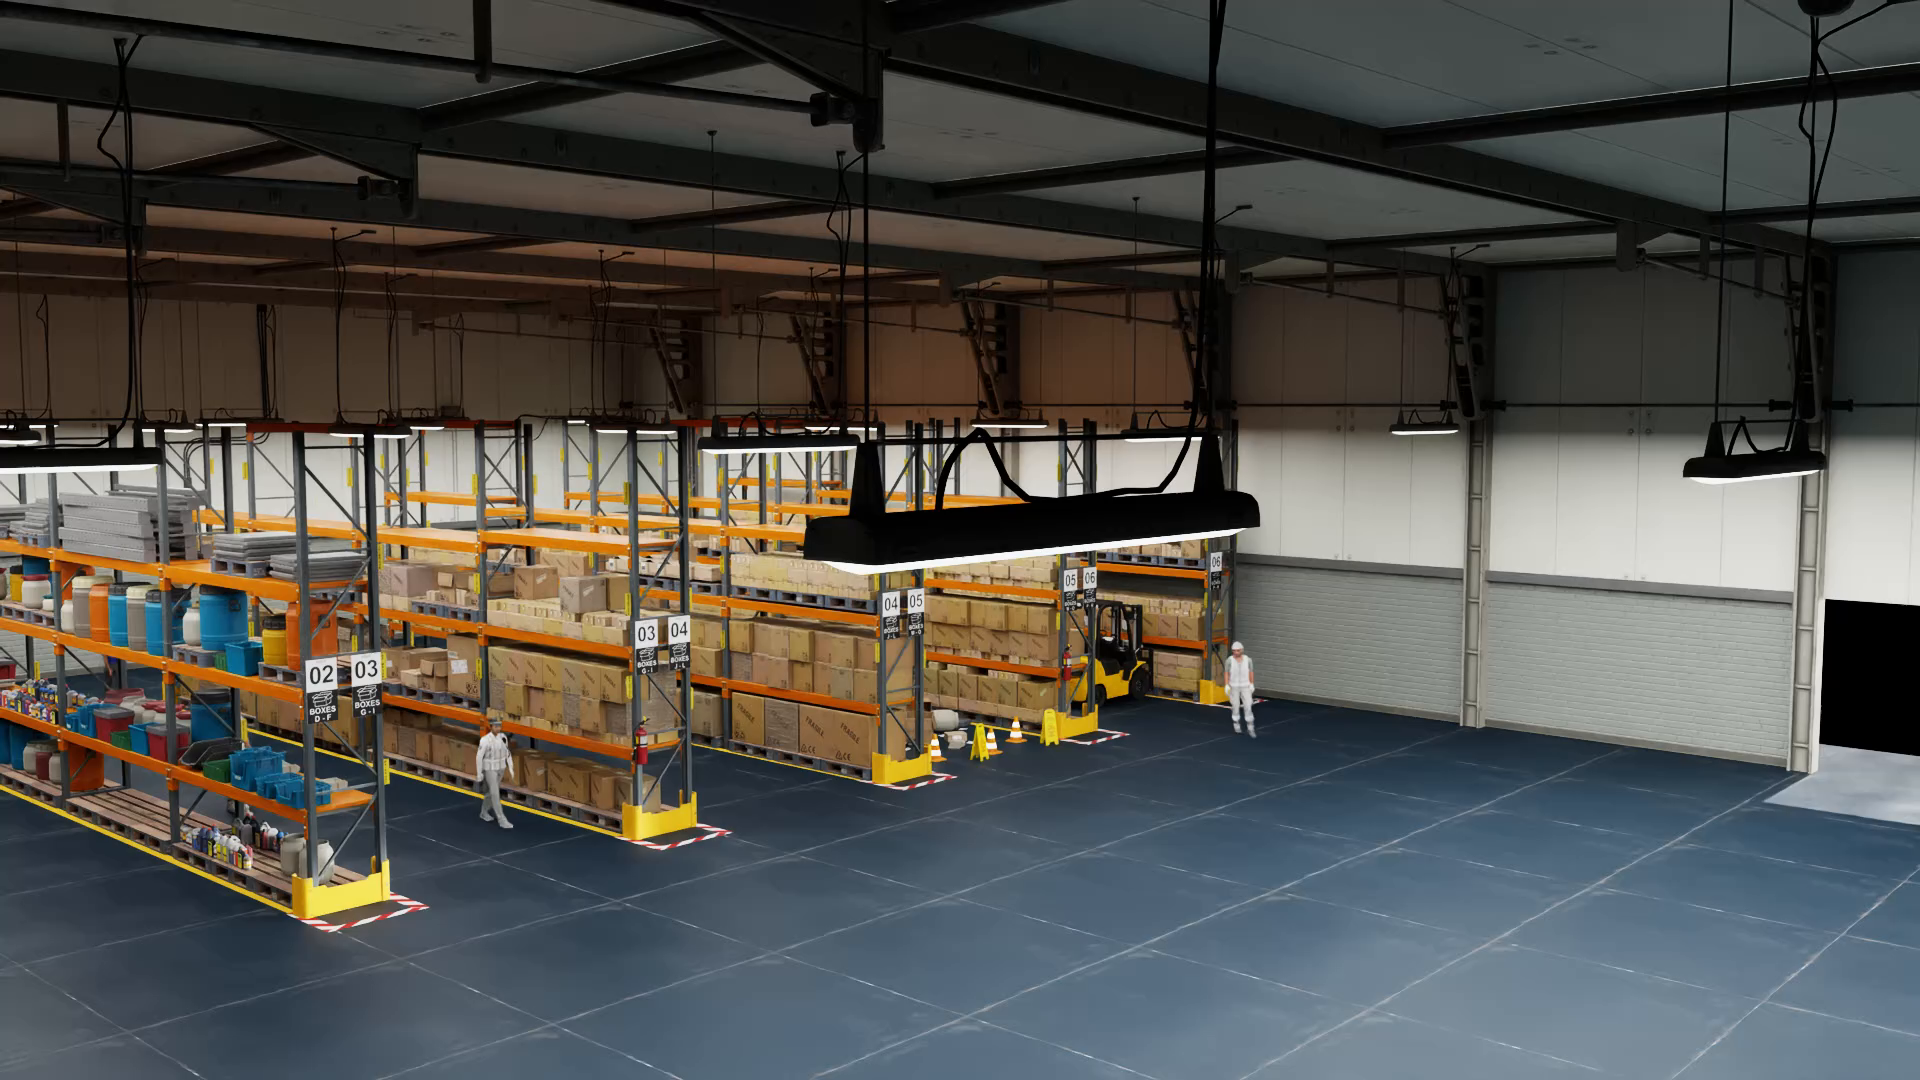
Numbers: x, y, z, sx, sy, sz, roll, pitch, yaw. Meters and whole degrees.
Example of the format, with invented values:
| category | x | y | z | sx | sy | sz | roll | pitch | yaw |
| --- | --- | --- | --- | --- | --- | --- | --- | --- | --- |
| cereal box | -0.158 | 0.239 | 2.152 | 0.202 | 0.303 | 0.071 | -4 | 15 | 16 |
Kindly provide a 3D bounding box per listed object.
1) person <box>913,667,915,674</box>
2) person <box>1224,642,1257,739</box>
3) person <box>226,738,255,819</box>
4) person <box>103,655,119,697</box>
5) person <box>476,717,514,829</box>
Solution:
| category | x | y | z | sx | sy | sz | roll | pitch | yaw |
| --- | --- | --- | --- | --- | --- | --- | --- | --- | --- |
| person | -1.074 | 2.311 | 39.018 | 0.435 | 1.665 | 0.561 | 3 | 6 | 37 |
| person | 5.372 | 2.851 | 31.797 | 0.631 | 1.805 | 0.622 | 1 | 5 | 7 |
| person | -11.112 | 3.355 | 25.666 | 0.747 | 1.786 | 0.586 | 2 | 5 | 18 |
| person | -17.661 | 2.685 | 34.702 | 0.404 | 1.575 | 1.056 | -3 | 6 | -37 |
| person | -6.930 | 3.454 | 24.958 | 0.934 | 1.628 | 0.497 | 3 | 5 | 32 |
